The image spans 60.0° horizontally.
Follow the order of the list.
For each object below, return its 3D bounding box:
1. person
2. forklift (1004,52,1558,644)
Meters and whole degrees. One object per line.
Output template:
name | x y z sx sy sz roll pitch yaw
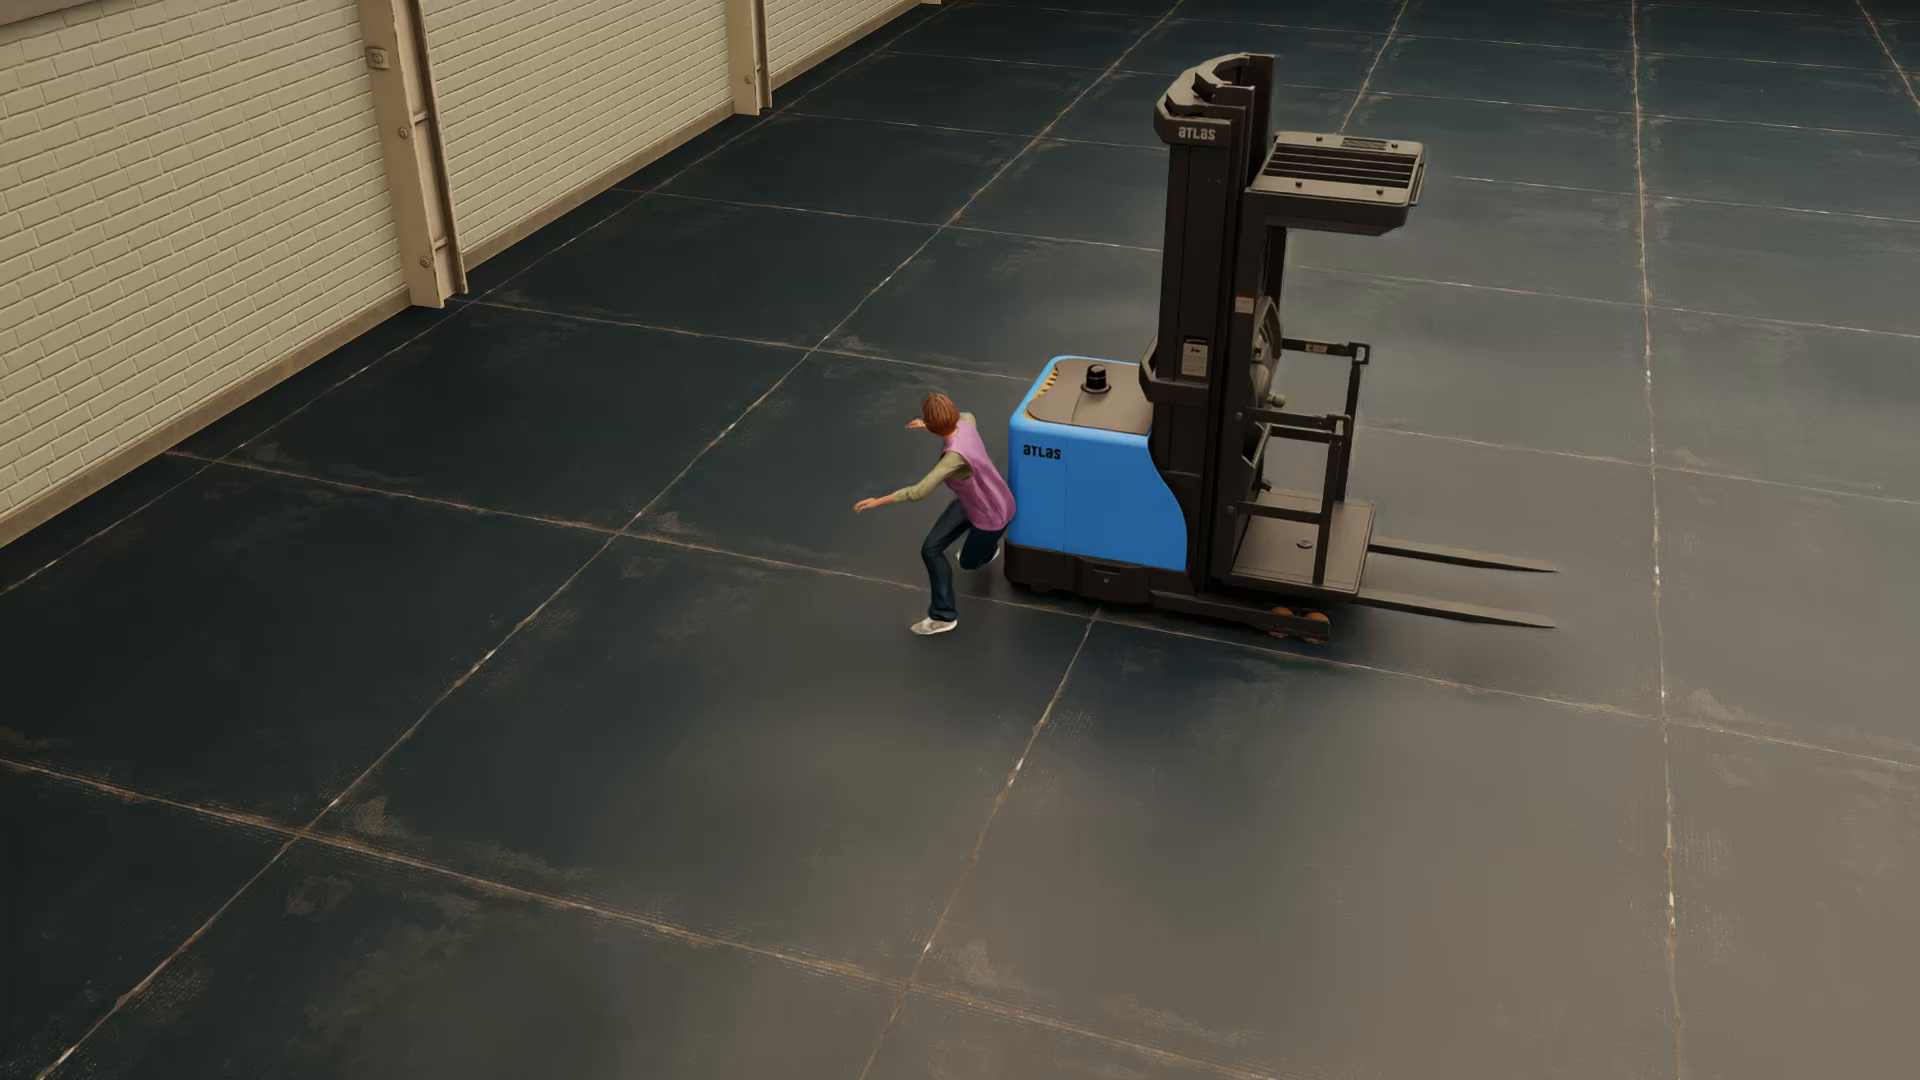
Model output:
person | -0.159 -0.210 9.120 1.034 1.396 0.758 -14 33 -23
forklift | 1.828 -1.002 8.895 3.031 2.935 1.130 9 31 15
